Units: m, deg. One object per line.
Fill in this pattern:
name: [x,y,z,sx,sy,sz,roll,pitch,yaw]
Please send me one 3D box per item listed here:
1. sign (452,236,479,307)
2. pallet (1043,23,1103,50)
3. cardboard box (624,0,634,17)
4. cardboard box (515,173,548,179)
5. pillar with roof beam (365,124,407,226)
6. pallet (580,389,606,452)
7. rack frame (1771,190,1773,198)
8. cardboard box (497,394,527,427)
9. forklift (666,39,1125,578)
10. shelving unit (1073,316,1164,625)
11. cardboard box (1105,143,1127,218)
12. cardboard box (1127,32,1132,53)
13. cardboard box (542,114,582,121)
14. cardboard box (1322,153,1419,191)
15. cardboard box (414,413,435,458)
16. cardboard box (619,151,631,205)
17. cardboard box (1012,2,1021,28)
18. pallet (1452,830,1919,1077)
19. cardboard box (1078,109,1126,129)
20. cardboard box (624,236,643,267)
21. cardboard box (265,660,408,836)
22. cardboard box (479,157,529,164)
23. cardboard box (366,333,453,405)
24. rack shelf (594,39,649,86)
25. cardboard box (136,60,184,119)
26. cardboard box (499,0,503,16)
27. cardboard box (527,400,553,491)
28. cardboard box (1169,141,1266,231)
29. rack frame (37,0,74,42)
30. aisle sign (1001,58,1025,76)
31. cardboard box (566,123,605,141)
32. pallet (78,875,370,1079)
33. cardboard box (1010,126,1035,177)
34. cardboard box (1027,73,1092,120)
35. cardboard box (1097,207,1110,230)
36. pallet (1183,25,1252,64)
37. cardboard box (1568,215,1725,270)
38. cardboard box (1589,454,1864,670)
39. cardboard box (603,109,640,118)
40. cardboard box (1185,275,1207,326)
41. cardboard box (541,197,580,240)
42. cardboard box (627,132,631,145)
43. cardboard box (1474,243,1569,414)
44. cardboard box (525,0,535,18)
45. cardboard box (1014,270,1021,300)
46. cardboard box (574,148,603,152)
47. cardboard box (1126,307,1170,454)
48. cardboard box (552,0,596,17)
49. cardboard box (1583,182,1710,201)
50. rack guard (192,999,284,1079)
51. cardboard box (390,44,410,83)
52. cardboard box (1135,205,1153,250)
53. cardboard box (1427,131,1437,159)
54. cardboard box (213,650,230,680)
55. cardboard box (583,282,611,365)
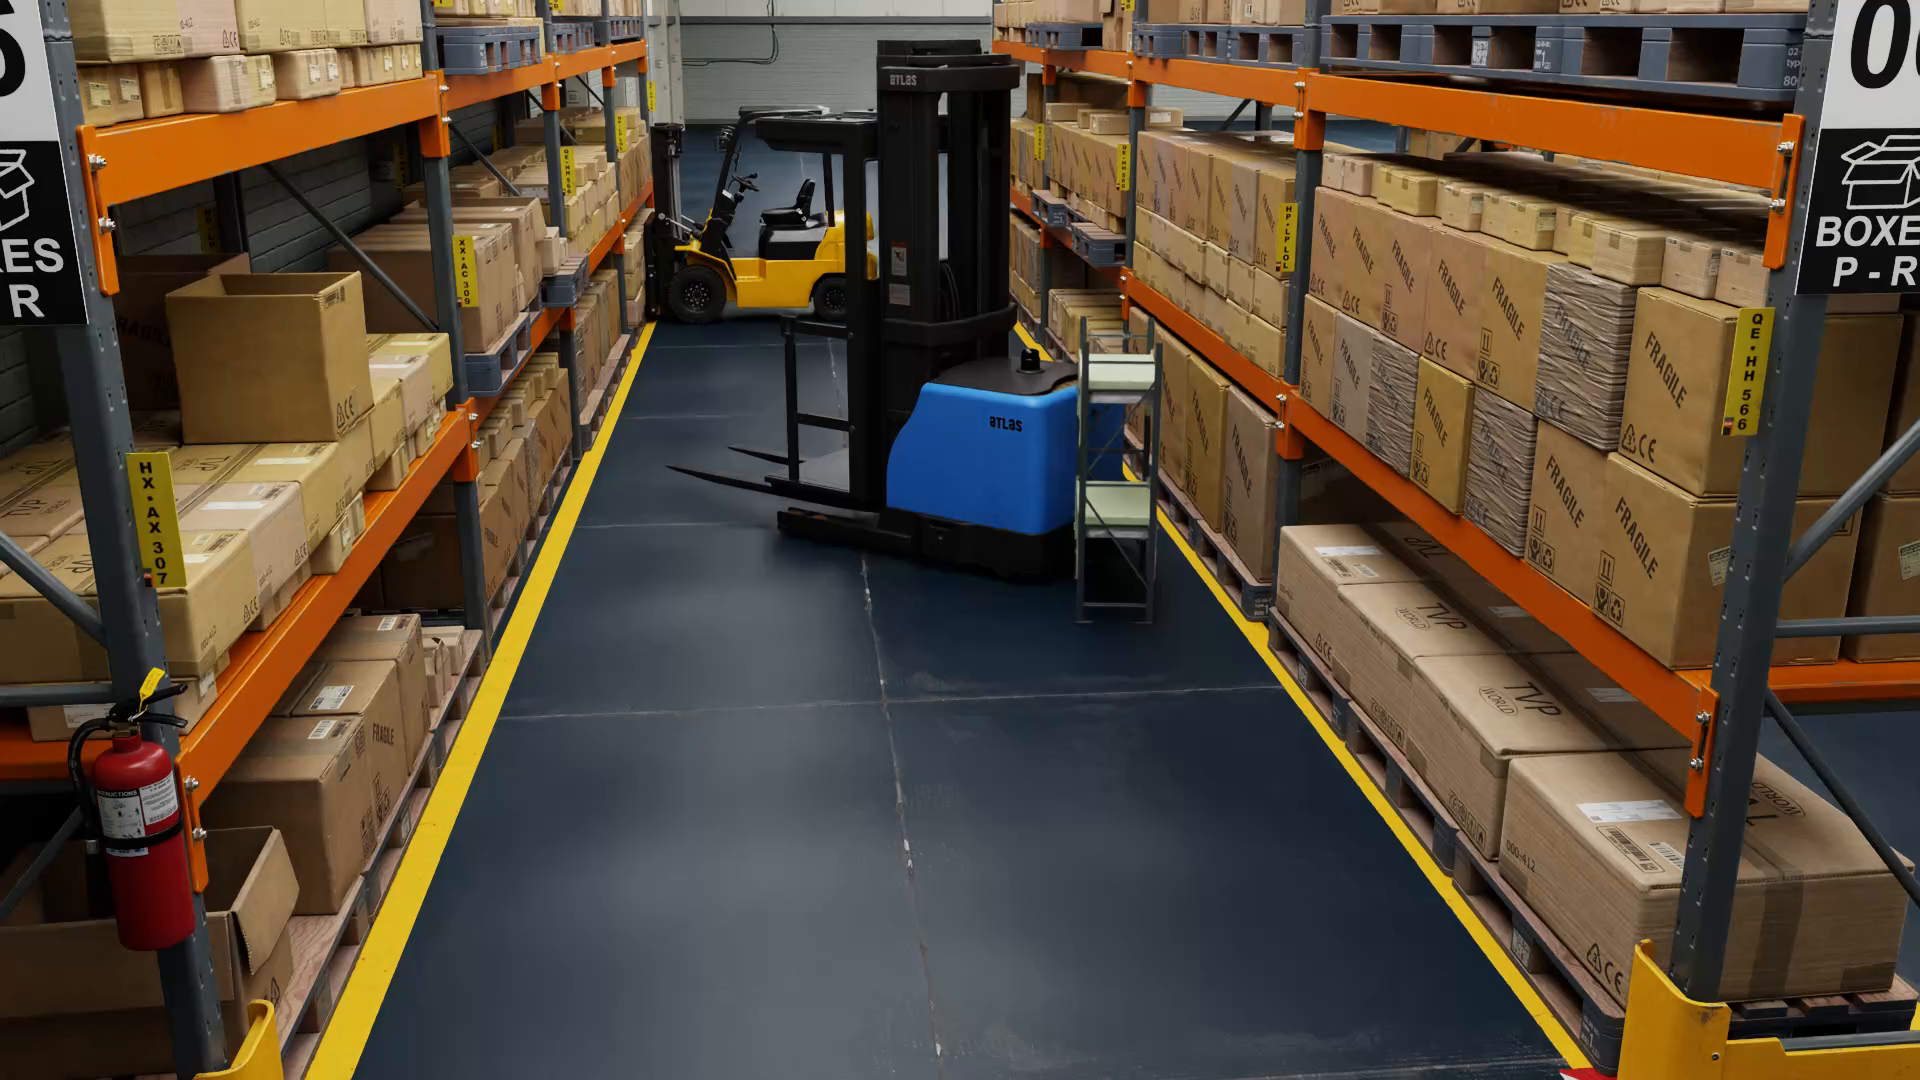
sign: [-2.283,-1.238,7.667,0.100,0.325,0.005,-2,18,-6]
pallet: [1.357,-4.189,13.819,1.213,0.211,1.003,-2,18,-6]
cardboard box: [-3.766,-5.675,17.204,0.700,0.500,0.500,-2,18,-5]
cardboard box: [-3.056,-2.614,12.246,0.380,0.149,0.250,-1,17,-4]
pillar with roof beam: [0.016,-5.353,12.206,9.100,9.000,0.400,-2,18,-6]
pallet: [-3.281,-0.914,12.735,1.003,0.211,1.213,-2,18,-6]
rack frame: [6.615,-2.335,12.607,1.000,3.000,0.127,-2,18,-6]
cardboard box: [-2.823,-0.780,10.041,0.380,0.149,0.250,-3,18,-8]
forklift: [-0.515,-1.505,10.076,3.031,2.935,1.130,12,21,33]
shelving unit: [0.834,-0.384,8.897,0.431,1.500,0.755,1,17,3]
cardboard box: [1.379,-2.669,12.306,0.500,0.500,0.500,-2,18,-7]
cardboard box: [1.427,-3.624,12.126,0.380,0.149,0.250,-2,18,-6]
cardboard box: [-4.107,-4.312,17.157,0.380,0.149,0.250,-2,18,-5]
cardboard box: [1.889,-1.692,7.641,0.380,0.149,0.250,-2,18,-6]
cardboard box: [-2.439,-0.445,7.007,0.380,0.149,0.250,-1,17,-4]
cardboard box: [-3.504,-3.532,16.253,0.500,0.500,0.500,-1,17,-5]
cardboard box: [0.817,-5.422,17.186,0.500,0.250,0.500,-1,17,-4]
pallet: [2.367,1.326,5.601,1.003,0.211,1.213,-2,18,-6]
cardboard box: [1.201,-3.572,14.099,0.380,0.149,0.250,-1,17,-3]
cardboard box: [-3.428,-2.861,16.503,0.500,0.250,0.500,-2,18,-6]
cardboard box: [-2.383,0.777,6.168,0.500,0.500,0.500,-1,17,-5]
cardboard box: [-3.746,-3.054,13.646,0.380,0.149,0.250,-2,18,-6]
cardboard box: [-2.527,-0.732,7.255,0.500,0.250,0.500,-1,17,-4]
rack shelf: [-3.854,-4.873,16.884,1.077,0.370,4.000,-2,18,-6]
cardboard box: [-2.274,-1.182,4.345,0.380,0.149,0.250,-2,18,-5]
cardboard box: [-2.565,-2.771,8.538,0.380,0.149,0.250,-2,18,-6]
cardboard box: [-2.880,-0.581,10.491,0.500,0.500,0.500,-1,17,-3]
cardboard box: [1.608,-2.220,10.405,0.500,0.500,0.500,-1,17,-4]
rack frame: [-2.410,-2.476,3.041,1.000,3.000,0.127,-2,18,-6]
aisle sign: [0.562,-5.785,19.255,0.394,0.787,0.004,-2,18,-6]
cardboard box: [-3.520,-3.867,15.741,0.380,0.149,0.250,-2,17,-5]
pallet: [-2.501,1.456,5.186,1.003,0.211,1.213,-2,18,-6]
cardboard box: [0.821,-4.118,17.623,0.500,0.500,0.500,-2,18,-7]
cardboard box: [1.147,-5.057,18.943,0.700,0.500,0.500,-2,18,-7]
cardboard box: [1.264,-2.474,12.769,0.380,0.149,0.250,-2,18,-6]
pallet: [1.939,-2.970,9.936,1.003,0.211,1.213,-1,17,-3]
cardboard box: [2.145,-0.929,5.209,0.380,0.149,0.250,-1,17,-4]
cardboard box: [2.214,0.048,4.849,0.500,0.500,0.500,-2,18,-5]
cardboard box: [-3.703,-4.630,18.171,0.380,0.149,0.250,-1,17,-4]
cardboard box: [1.675,-1.471,10.105,0.500,0.250,0.500,-2,18,-6]
cardboard box: [-3.013,-2.305,11.927,0.500,0.250,0.500,-2,18,-6]
cardboard box: [-3.522,-4.032,16.762,0.380,0.149,0.250,-2,18,-7]
cardboard box: [2.110,-0.732,5.664,0.500,0.500,0.500,-2,18,-6]
cardboard box: [-2.959,-3.449,10.733,0.380,0.149,0.250,-1,17,-5]
cardboard box: [0.848,-2.710,17.691,0.500,0.250,0.500,-2,17,-5]
cardboard box: [-3.347,-3.375,14.670,0.380,0.149,0.250,-2,18,-6]
cardboard box: [1.691,-1.130,11.616,0.875,0.875,0.875,-2,18,-6]
cardboard box: [-3.232,-4.430,13.825,0.380,0.149,0.250,-2,18,-6]
cardboard box: [2.572,-1.257,6.254,0.380,0.149,0.250,-2,18,-6]
rack guard: [-2.418,1.556,4.387,1.175,0.500,0.348,-2,18,-6]
cardboard box: [-2.469,-1.946,6.780,0.380,0.149,0.250,-2,18,-6]
cardboard box: [1.509,-2.160,11.466,0.500,0.250,0.500,-2,18,-6]
cardboard box: [5.952,-4.518,19.309,0.875,0.550,0.550,-2,18,-6]
cardboard box: [-2.243,0.325,4.553,0.380,0.149,0.250,-1,17,-4]
cardboard box: [-3.510,-1.870,14.390,0.875,0.625,0.625,-2,18,-6]
